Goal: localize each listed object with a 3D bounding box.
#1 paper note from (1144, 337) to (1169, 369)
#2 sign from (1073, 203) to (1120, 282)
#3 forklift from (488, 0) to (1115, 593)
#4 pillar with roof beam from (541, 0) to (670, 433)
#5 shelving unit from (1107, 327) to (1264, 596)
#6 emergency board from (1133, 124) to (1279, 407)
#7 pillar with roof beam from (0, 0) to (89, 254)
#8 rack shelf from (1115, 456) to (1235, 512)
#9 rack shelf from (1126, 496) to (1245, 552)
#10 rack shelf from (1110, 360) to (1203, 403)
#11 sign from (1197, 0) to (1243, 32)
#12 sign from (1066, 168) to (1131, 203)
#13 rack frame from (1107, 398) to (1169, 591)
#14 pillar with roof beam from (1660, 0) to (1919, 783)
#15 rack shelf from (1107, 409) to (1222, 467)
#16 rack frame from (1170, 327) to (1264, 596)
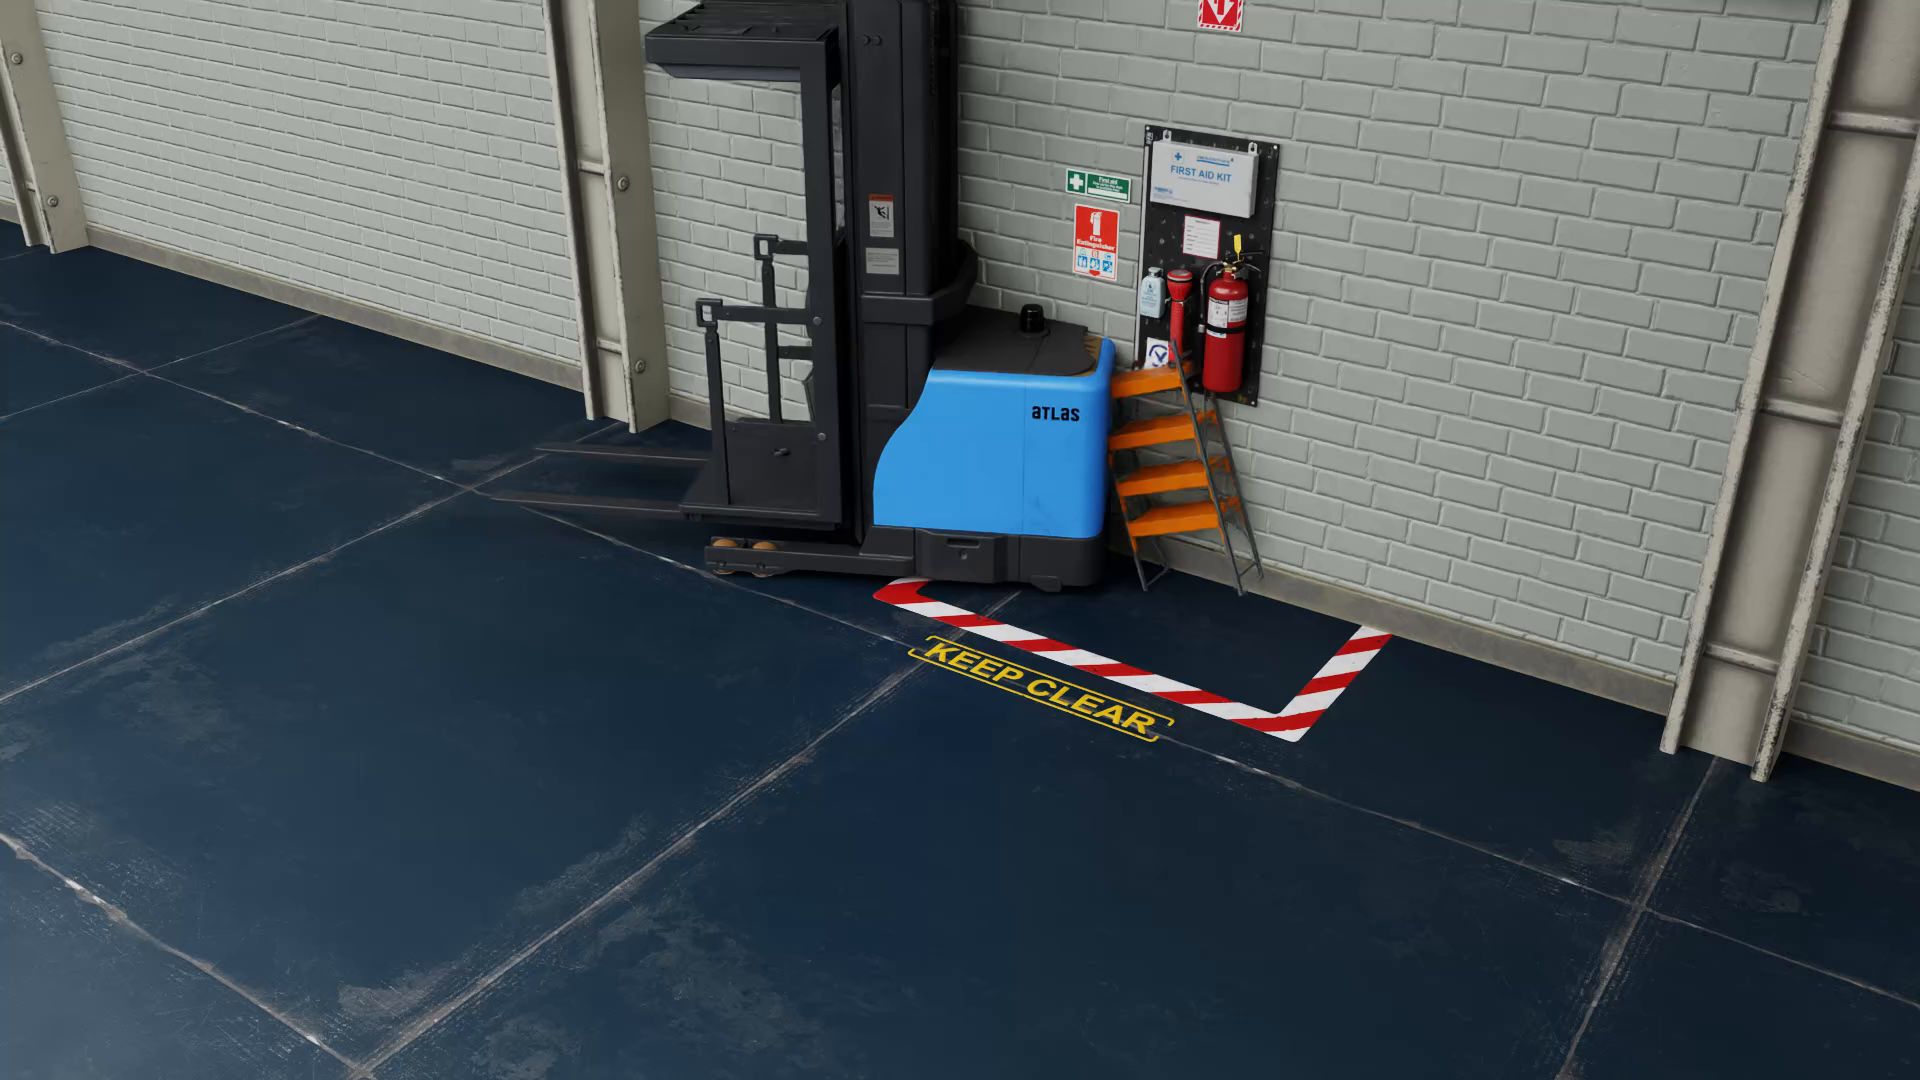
[{"bbox_3d":[0.908,-0.836,7.556,0.142,0.148,0.016,17,32,30],"label":"paper note"},{"bbox_3d":[0.617,-1.353,7.563,0.234,0.329,0.001,17,32,30],"label":"sign"},{"bbox_3d":[-0.771,-1.359,7.690,3.031,2.935,1.130,4,27,8],"label":"forklift"},{"bbox_3d":[-4.353,-3.113,4.446,0.400,9.000,9.100,17,32,30],"label":"pillar with roof beam"},{"bbox_3d":[0.969,-0.325,7.602,0.503,1.200,0.258,-7,16,38],"label":"shelving unit"},{"bbox_3d":[1.014,-1.157,7.216,0.643,1.169,0.194,17,32,30],"label":"emergency board"},{"bbox_3d":[-9.299,-4.654,7.473,0.400,9.000,9.100,17,32,30],"label":"pillar with roof beam"},{"bbox_3d":[0.988,-0.262,7.617,0.480,0.148,0.258,-7,16,38],"label":"rack shelf"},{"bbox_3d":[1.045,-0.077,7.660,0.480,0.148,0.258,-7,16,38],"label":"rack shelf"},{"bbox_3d":[0.856,-0.691,7.517,0.480,0.148,0.258,-7,16,38],"label":"rack shelf"},{"bbox_3d":[1.064,-2.229,6.768,0.199,0.298,0.001,17,32,30],"label":"sign"},{"bbox_3d":[0.616,-1.585,7.434,0.331,0.109,0.001,17,32,30],"label":"sign"},{"bbox_3d":[0.779,-0.302,7.753,0.015,1.200,0.240,-7,16,38],"label":"rack frame"},{"bbox_3d":[0.592,-1.572,1.418,0.400,9.000,9.100,17,32,30],"label":"pillar with roof beam"},{"bbox_3d":[0.924,-0.471,7.568,0.480,0.148,0.258,-7,16,38],"label":"rack shelf"},{"bbox_3d":[1.159,-0.348,7.452,0.015,1.200,0.240,-7,16,38],"label":"rack frame"}]
